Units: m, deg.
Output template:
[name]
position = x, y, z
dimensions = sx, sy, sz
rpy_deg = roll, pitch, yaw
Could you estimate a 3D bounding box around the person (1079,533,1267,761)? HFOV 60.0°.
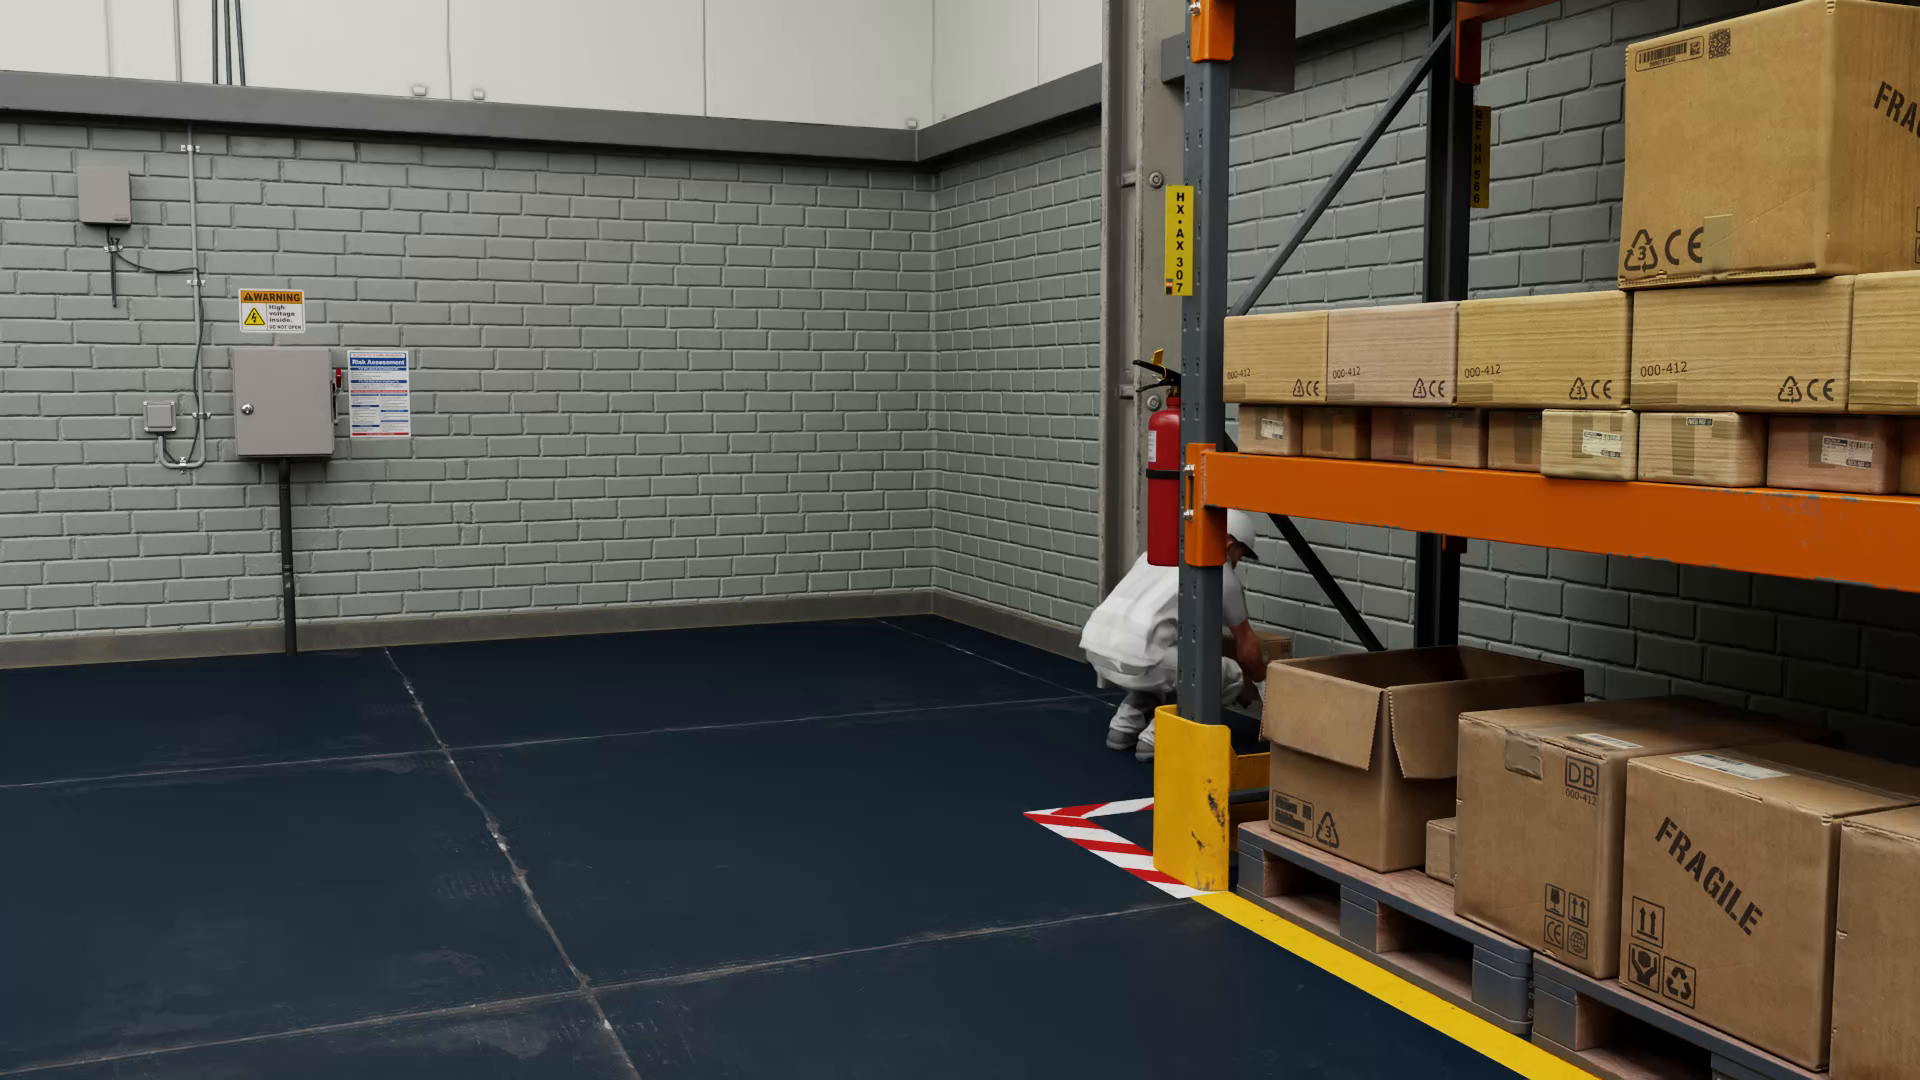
[person]
position = 0.925, 0.393, 6.861
dimensions = 0.890, 0.962, 0.533
rpy_deg = -2, 6, -25
